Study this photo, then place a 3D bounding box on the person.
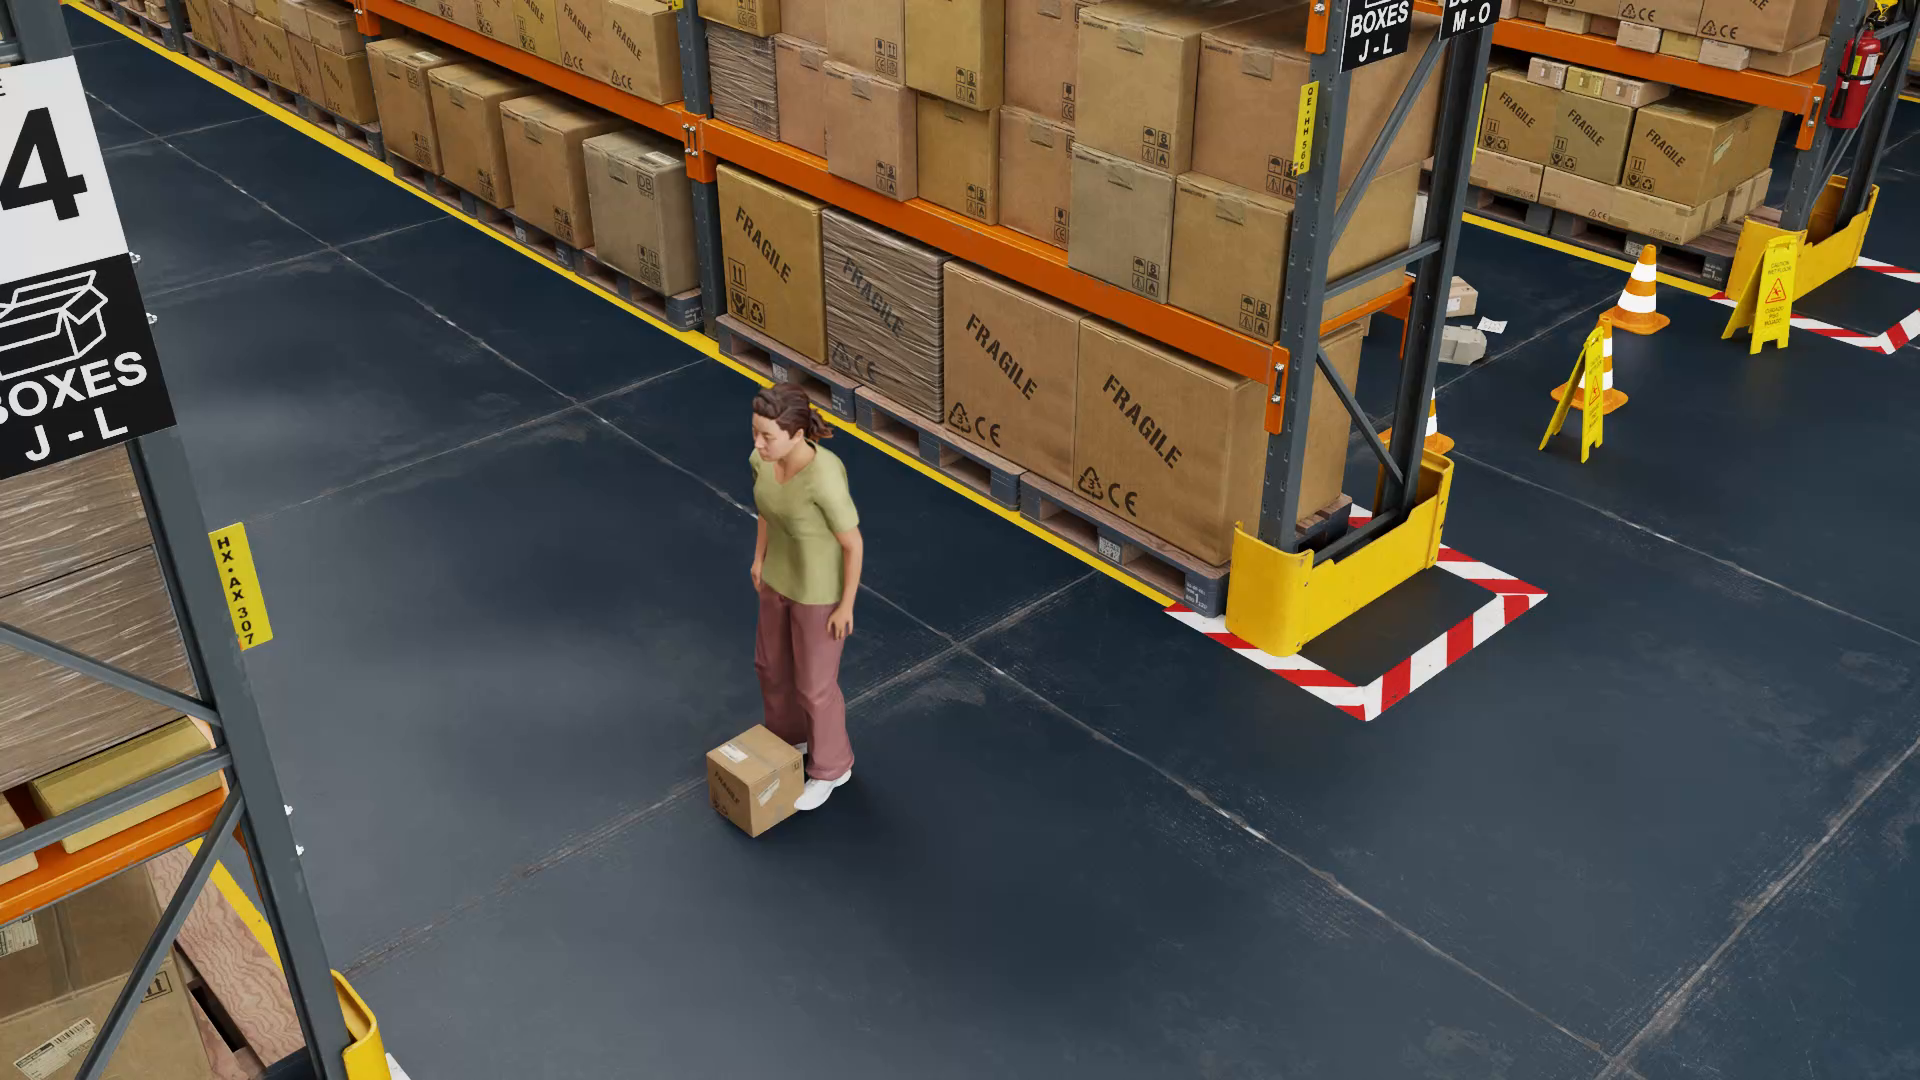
[{"bbox_3d":[-0.569,0.181,5.846,0.509,1.671,0.369,27,41,36],"label":"person"}]
